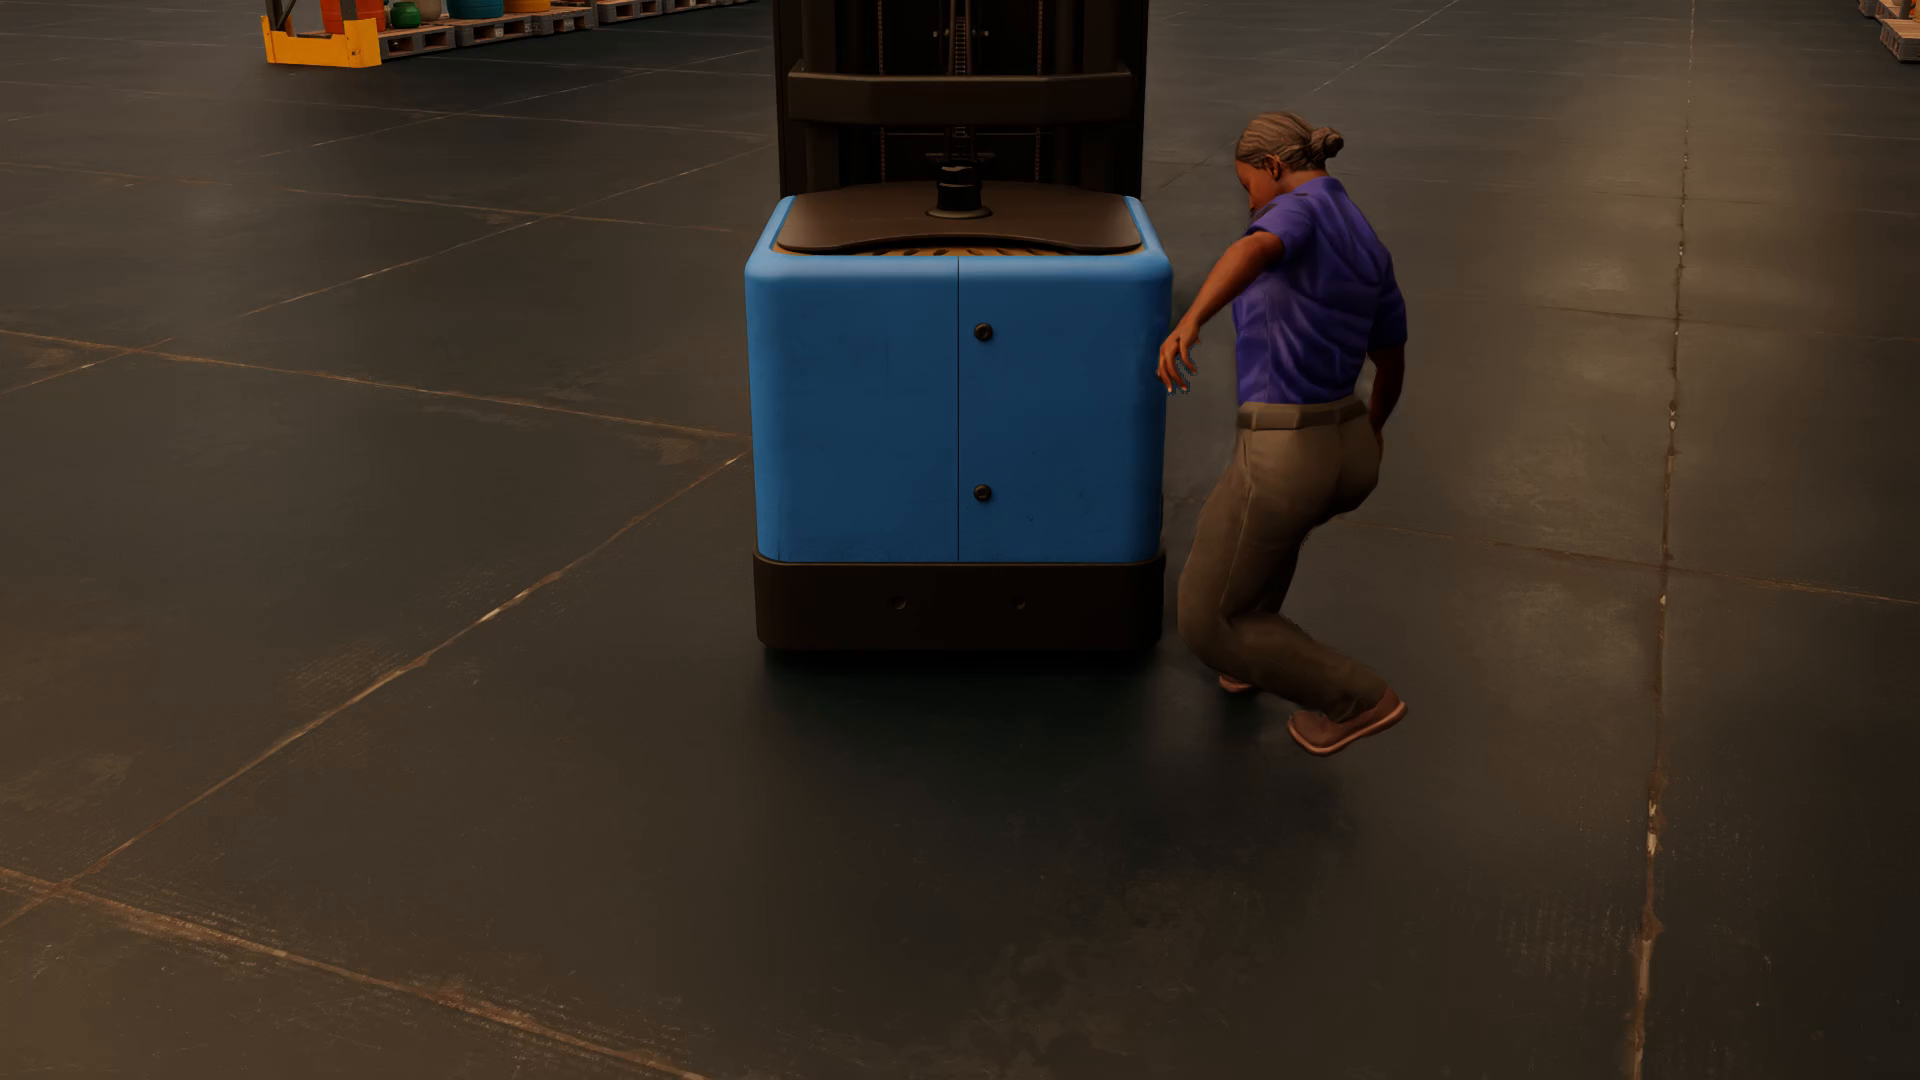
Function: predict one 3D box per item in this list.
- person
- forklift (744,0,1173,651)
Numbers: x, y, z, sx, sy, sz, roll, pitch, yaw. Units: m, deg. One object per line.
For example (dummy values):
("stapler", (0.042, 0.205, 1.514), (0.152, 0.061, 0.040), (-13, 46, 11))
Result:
("person", (0.660, -0.174, 3.634), (1.098, 1.429, 0.662), (-18, 29, -37))
("forklift", (0.002, -1.587, 5.089), (1.130, 2.935, 3.031), (0, 23, 0))
